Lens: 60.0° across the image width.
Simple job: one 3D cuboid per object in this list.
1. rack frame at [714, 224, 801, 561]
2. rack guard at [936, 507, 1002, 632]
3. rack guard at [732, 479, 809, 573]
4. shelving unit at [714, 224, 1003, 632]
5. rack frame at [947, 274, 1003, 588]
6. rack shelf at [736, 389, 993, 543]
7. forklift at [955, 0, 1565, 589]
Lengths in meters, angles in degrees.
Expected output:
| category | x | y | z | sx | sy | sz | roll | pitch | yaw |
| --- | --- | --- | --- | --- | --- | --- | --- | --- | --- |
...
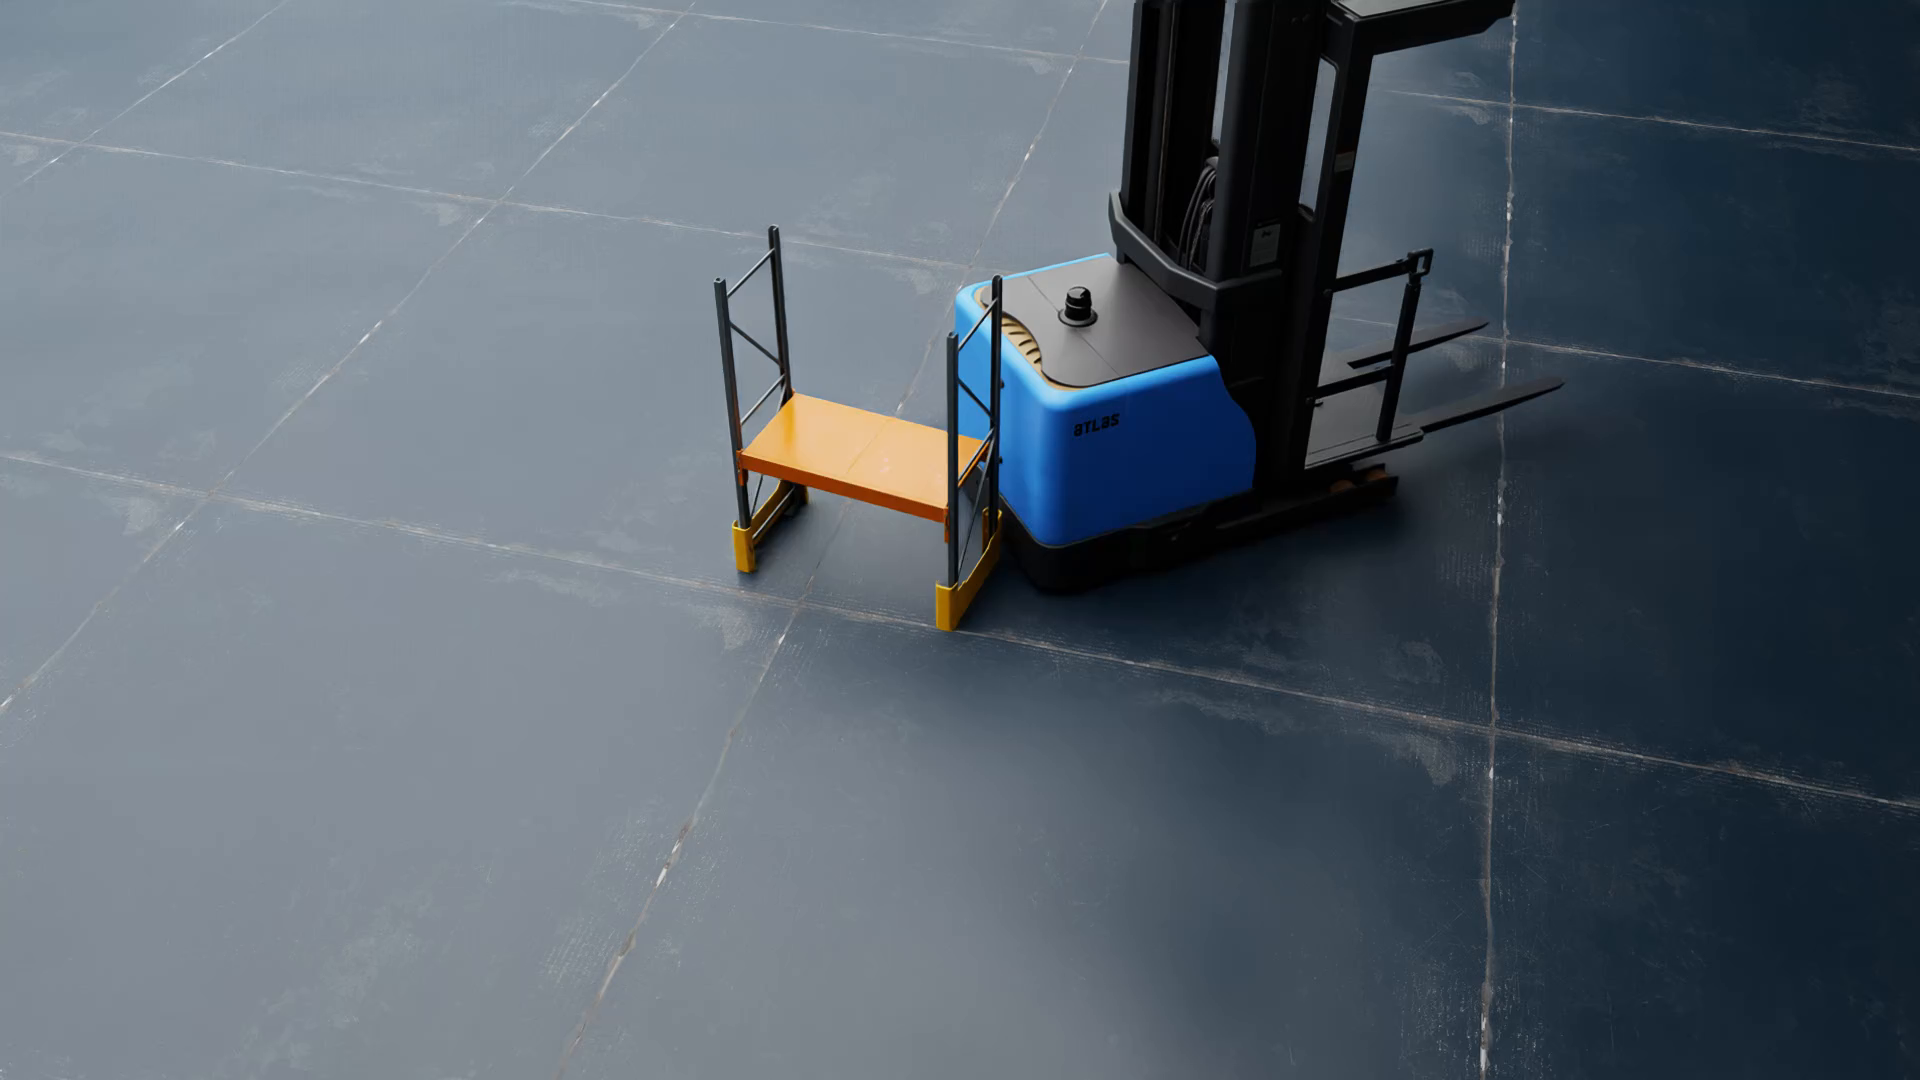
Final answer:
| category | x | y | z | sx | sy | sz | roll | pitch | yaw |
| --- | --- | --- | --- | --- | --- | --- | --- | --- | --- |
| rack frame | -0.874 | -0.604 | 7.303 | 0.032 | 1.500 | 0.500 | 15 | 42 | 18 |
| rack guard | 0.043 | 0.127 | 7.404 | 0.087 | 0.250 | 0.587 | 15 | 42 | 18 |
| rack guard | -0.873 | -0.125 | 7.705 | 0.087 | 0.250 | 0.587 | 15 | 42 | 18 |
| shelving unit | -0.415 | -0.478 | 7.152 | 1.083 | 1.500 | 0.587 | 15 | 42 | 18 |
| rack frame | 0.060 | -0.346 | 6.996 | 0.032 | 1.500 | 0.500 | 15 | 42 | 18 |
| rack shelf | -0.407 | -0.337 | 7.265 | 1.000 | 0.185 | 0.538 | 15 | 42 | 18 |
| forklift | 1.525 | -1.537 | 7.301 | 3.031 | 2.935 | 1.130 | -16 | 43 | -18 |
